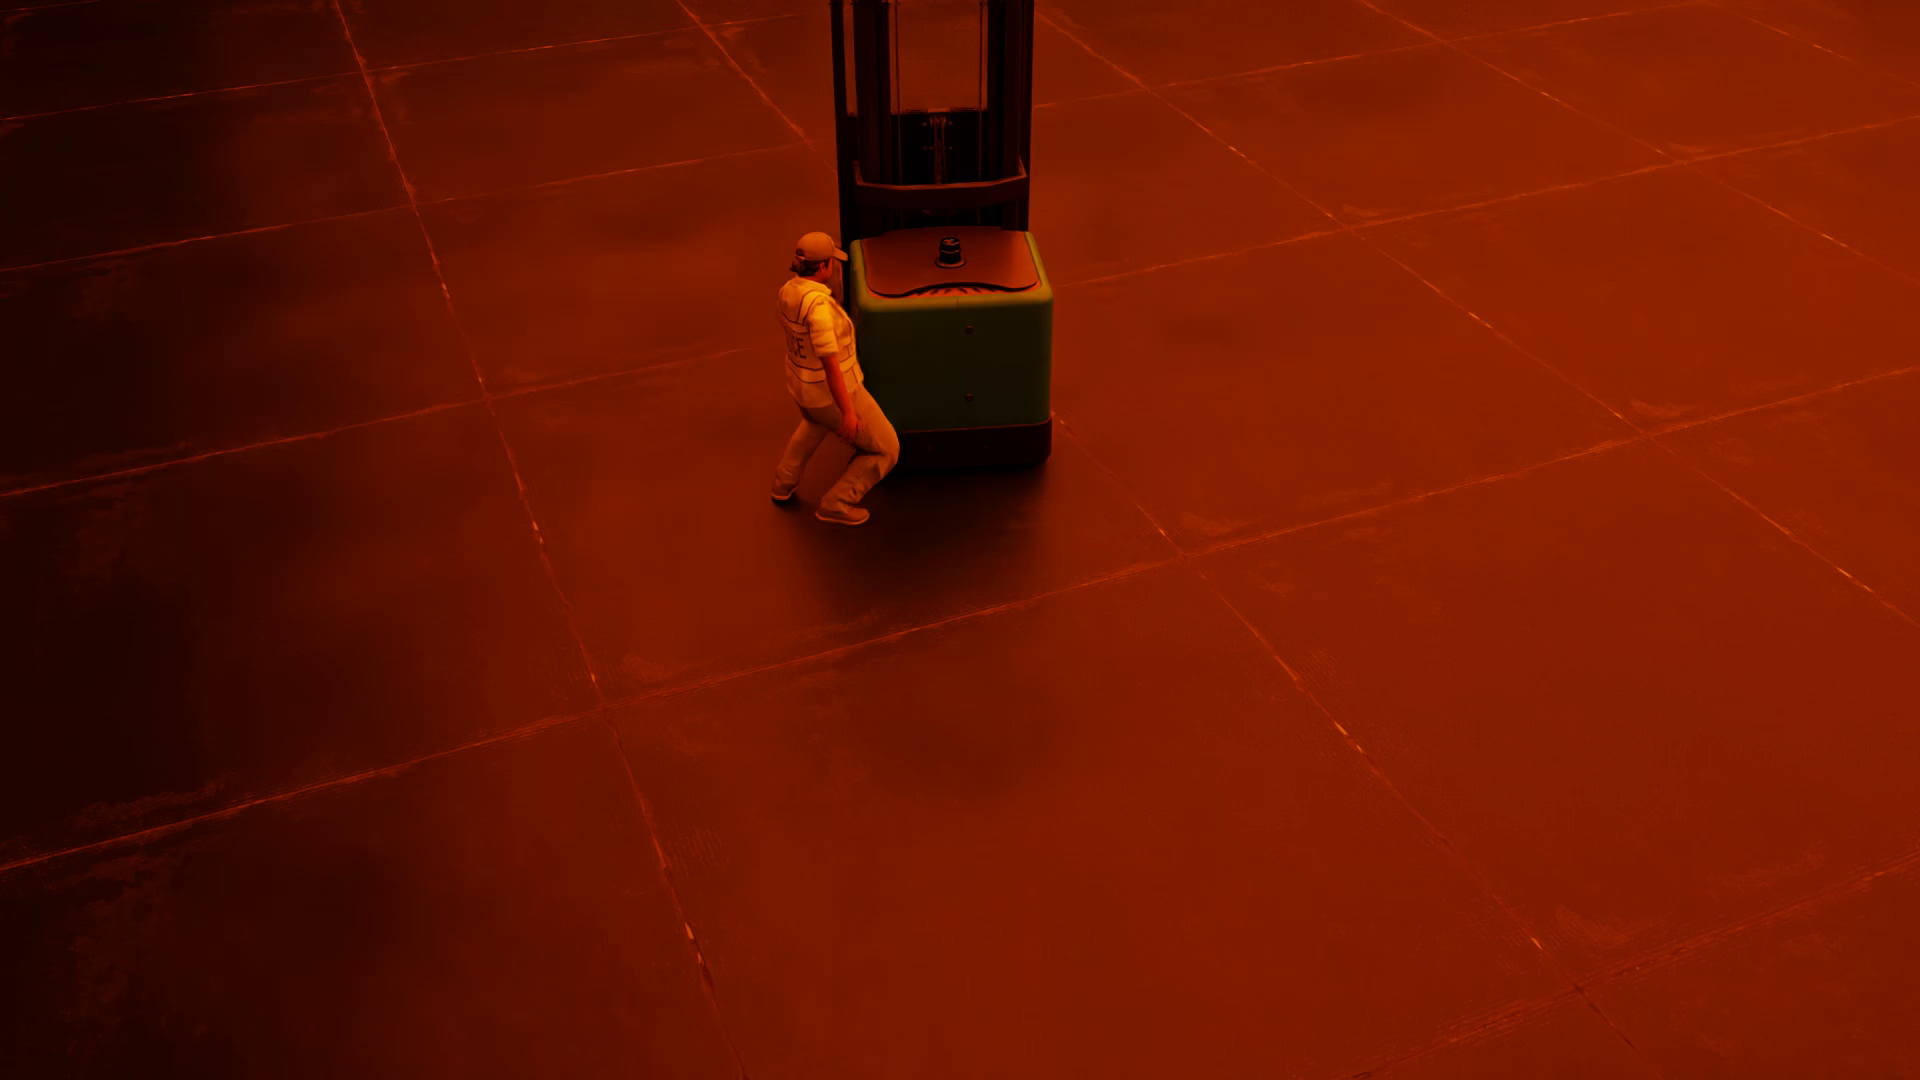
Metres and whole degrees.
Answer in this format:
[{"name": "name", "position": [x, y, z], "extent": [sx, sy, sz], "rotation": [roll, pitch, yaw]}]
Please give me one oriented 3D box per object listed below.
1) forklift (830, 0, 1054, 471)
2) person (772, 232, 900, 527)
[{"name": "forklift", "position": [-0.177, -2.406, 9.482], "extent": [1.130, 2.935, 3.031], "rotation": [-4, 36, -5]}, {"name": "person", "position": [-0.668, -0.798, 8.419], "extent": [0.541, 1.575, 0.850], "rotation": [-15, 38, -20]}]
